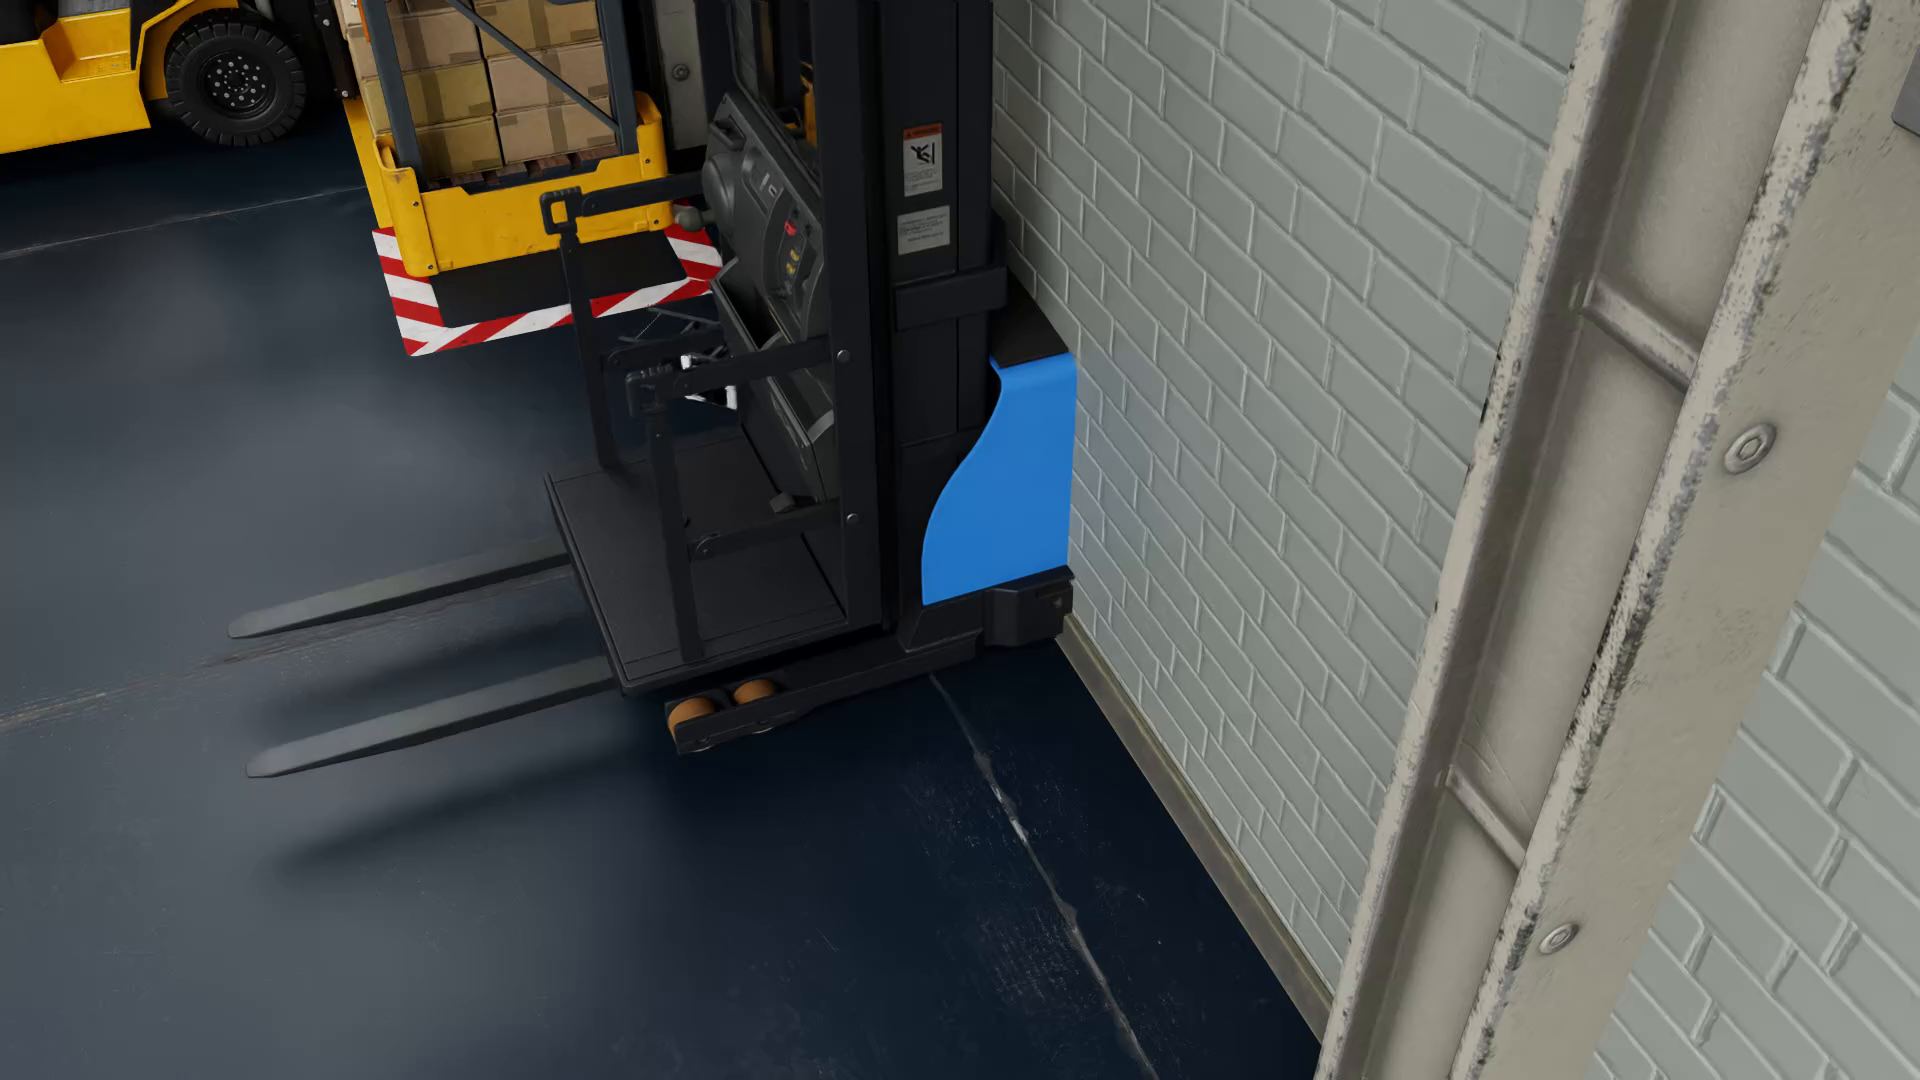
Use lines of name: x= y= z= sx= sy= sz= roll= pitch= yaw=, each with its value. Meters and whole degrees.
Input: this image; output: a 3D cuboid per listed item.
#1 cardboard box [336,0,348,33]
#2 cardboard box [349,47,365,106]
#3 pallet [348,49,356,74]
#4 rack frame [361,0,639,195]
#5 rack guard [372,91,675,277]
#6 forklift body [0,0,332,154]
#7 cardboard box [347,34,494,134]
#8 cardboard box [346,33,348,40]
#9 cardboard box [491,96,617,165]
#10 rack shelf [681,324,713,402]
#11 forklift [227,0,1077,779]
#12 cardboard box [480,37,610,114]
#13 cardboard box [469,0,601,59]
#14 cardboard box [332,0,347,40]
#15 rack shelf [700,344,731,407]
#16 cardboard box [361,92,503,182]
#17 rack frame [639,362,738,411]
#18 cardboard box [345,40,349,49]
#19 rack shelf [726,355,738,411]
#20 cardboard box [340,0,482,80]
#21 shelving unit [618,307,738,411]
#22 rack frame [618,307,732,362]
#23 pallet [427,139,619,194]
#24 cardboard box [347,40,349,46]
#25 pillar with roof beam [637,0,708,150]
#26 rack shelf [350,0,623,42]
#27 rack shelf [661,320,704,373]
cardboard box: x=-2.530 y=-2.503 z=7.379 sx=0.500 sy=0.250 sz=0.500 roll=-14 pitch=43 yaw=-16
cardboard box: x=-2.518 y=-2.124 z=7.706 sx=0.500 sy=0.250 sz=0.500 roll=-15 pitch=43 yaw=-17
pallet: x=-2.659 y=-2.628 z=8.644 sx=1.003 sy=0.211 sz=1.213 roll=-15 pitch=43 yaw=-17
rack frame: x=-1.864 y=-2.501 z=6.358 sx=1.000 sy=3.000 sz=0.127 roll=-15 pitch=43 yaw=-17
rack guard: x=-1.855 y=-1.539 z=7.156 sx=1.175 sy=0.500 sz=0.348 roll=-15 pitch=43 yaw=-17
forklift body: x=-4.276 y=-2.866 z=7.434 sx=2.313 sy=2.155 sz=1.214 roll=-15 pitch=43 yaw=-17
cardboard box: x=-2.340 y=-2.022 z=7.205 sx=0.500 sy=0.250 sz=0.500 roll=-16 pitch=43 yaw=-17
cardboard box: x=-2.521 y=-2.327 z=7.559 sx=0.500 sy=0.250 sz=0.500 roll=-16 pitch=43 yaw=-17
cardboard box: x=-1.872 y=-1.962 z=7.518 sx=0.500 sy=0.250 sz=0.500 roll=-15 pitch=43 yaw=-17
rack shelf: x=-0.974 y=-0.688 z=6.385 sx=0.077 sy=0.200 sz=0.258 roll=14 pitch=43 yaw=17
forklift: x=-0.727 y=-0.866 z=4.510 sx=3.031 sy=2.935 sz=1.130 roll=-16 pitch=43 yaw=-17
cardboard box: x=-1.852 y=-2.142 z=7.344 sx=0.500 sy=0.250 sz=0.500 roll=-14 pitch=43 yaw=-16
cardboard box: x=-1.873 y=-2.334 z=7.183 sx=0.500 sy=0.250 sz=0.500 roll=-16 pitch=43 yaw=-18
cardboard box: x=-2.738 y=-2.633 z=7.915 sx=0.500 sy=0.250 sz=0.500 roll=-16 pitch=43 yaw=-18
rack shelf: x=-0.890 y=-0.666 z=6.359 sx=0.077 sy=0.200 sz=0.258 roll=14 pitch=43 yaw=17
cardboard box: x=-2.336 y=-1.822 z=7.355 sx=0.500 sy=0.250 sz=0.500 roll=-15 pitch=43 yaw=-17
rack frame: x=-0.837 y=-0.576 z=6.408 sx=0.900 sy=0.006 sz=0.240 roll=14 pitch=43 yaw=17
cardboard box: x=-2.920 y=-2.735 z=8.416 sx=0.500 sy=0.250 sz=0.500 roll=-14 pitch=43 yaw=-16
rack shelf: x=-0.807 y=-0.645 z=6.333 sx=0.077 sy=0.200 sz=0.258 roll=14 pitch=43 yaw=17
cardboard box: x=-2.329 y=-2.196 z=7.023 sx=0.500 sy=0.250 sz=0.500 roll=-14 pitch=43 yaw=-15
shelving unit: x=-0.838 y=-0.653 z=6.342 sx=0.900 sy=0.210 sz=0.258 roll=14 pitch=43 yaw=17
rack frame: x=-0.838 y=-0.730 z=6.276 sx=0.900 sy=0.006 sz=0.240 roll=14 pitch=43 yaw=17
pallet: x=-2.196 y=-1.894 z=7.790 sx=1.003 sy=0.211 sz=1.213 roll=-15 pitch=43 yaw=-17
cardboard box: x=-2.701 y=-2.427 z=8.059 sx=0.500 sy=0.250 sz=0.500 roll=-15 pitch=43 yaw=-16
pillar with roof beam: x=-5.276 y=-4.346 z=3.902 sx=9.100 sy=9.000 sz=0.400 roll=-15 pitch=43 yaw=-17
rack shelf: x=-2.630 y=-3.433 z=7.993 sx=1.077 sy=0.370 sz=4.000 roll=-15 pitch=43 yaw=-17
rack shelf: x=-1.057 y=-0.709 z=6.411 sx=0.077 sy=0.200 sz=0.258 roll=14 pitch=43 yaw=17
